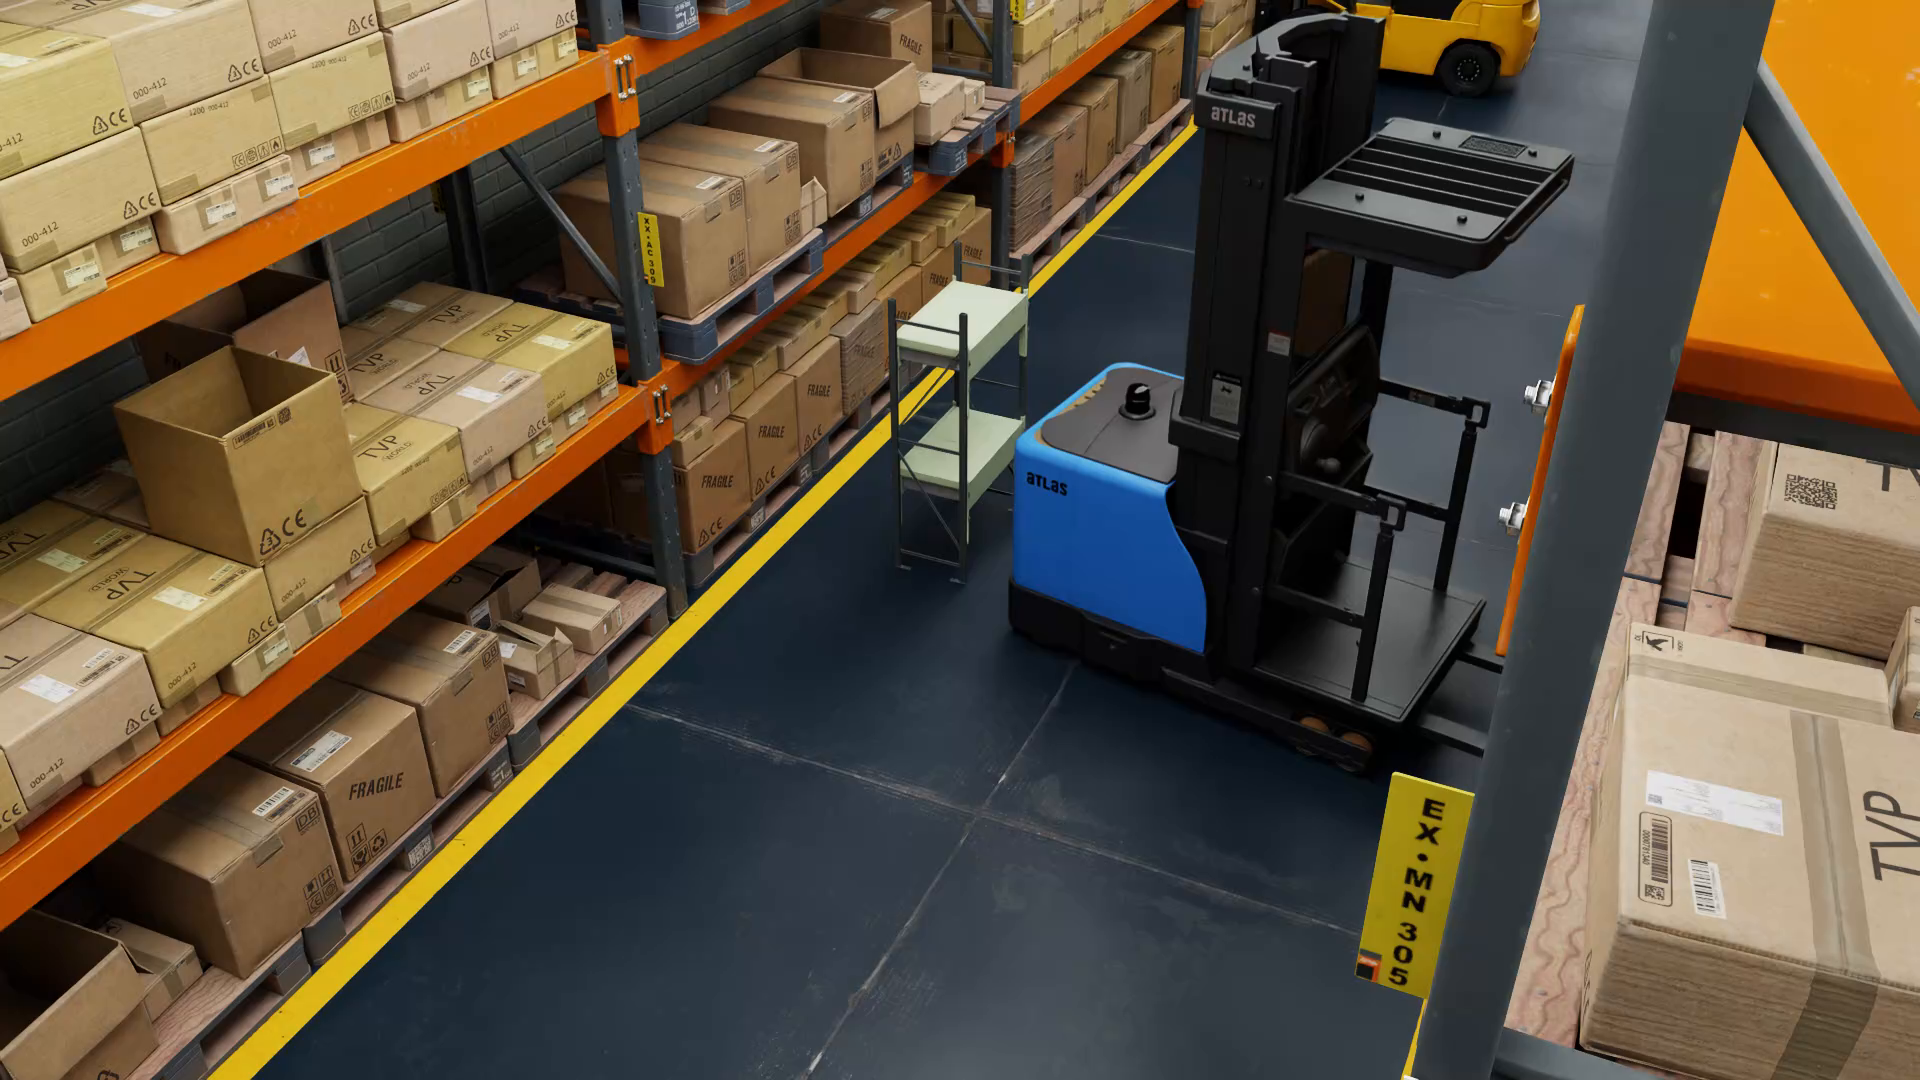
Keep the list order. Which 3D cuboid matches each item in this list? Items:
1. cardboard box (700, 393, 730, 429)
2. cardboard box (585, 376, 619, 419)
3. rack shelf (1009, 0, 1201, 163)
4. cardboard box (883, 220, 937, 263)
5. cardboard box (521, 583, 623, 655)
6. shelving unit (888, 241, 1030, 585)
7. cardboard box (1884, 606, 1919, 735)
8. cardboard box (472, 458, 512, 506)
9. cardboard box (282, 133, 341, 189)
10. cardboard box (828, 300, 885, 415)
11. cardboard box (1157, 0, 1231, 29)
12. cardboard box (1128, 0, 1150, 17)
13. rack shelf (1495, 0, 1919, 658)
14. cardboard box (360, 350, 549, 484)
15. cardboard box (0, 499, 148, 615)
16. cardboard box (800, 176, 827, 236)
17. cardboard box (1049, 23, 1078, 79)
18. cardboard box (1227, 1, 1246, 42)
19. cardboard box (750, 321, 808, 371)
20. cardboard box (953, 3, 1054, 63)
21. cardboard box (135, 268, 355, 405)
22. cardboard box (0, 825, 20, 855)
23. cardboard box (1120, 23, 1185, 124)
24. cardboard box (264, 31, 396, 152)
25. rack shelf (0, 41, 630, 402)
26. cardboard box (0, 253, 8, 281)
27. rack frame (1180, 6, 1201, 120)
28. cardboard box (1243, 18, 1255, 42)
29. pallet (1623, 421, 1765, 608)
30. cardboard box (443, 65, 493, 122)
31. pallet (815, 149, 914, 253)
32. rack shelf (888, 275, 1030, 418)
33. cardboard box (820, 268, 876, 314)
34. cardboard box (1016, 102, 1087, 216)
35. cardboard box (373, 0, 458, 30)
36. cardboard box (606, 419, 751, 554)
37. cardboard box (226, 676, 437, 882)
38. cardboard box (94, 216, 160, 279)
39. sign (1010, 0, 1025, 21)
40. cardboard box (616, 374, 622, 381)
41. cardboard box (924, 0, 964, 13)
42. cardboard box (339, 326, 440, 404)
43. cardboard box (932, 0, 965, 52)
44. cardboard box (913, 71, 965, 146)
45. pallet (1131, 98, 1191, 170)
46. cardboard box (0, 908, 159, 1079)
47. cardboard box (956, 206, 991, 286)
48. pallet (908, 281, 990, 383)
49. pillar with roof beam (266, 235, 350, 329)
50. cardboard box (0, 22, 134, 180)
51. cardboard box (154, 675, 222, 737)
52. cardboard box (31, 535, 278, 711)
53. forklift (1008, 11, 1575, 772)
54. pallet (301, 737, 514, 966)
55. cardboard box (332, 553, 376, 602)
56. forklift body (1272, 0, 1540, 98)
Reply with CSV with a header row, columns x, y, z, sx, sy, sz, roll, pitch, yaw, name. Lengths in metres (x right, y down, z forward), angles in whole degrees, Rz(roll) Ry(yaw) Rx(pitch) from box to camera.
x,y,z,sx,sy,sz,roll,pitch,yaw,name
-1.385,-0.675,8.348,0.380,0.149,0.250,13,35,19,cardboard box
-1.726,-0.678,7.278,0.380,0.149,0.250,15,36,21,cardboard box
0.688,-3.687,12.294,1.077,0.370,4.000,14,36,20,rack shelf
-0.361,-1.825,10.103,0.380,0.149,0.250,13,35,19,cardboard box
-1.788,0.362,7.680,0.380,0.149,0.250,13,35,19,cardboard box
0.003,-0.631,8.344,0.431,1.500,0.755,14,36,20,shelving unit
1.678,0.273,2.617,0.380,0.149,0.250,16,36,22,cardboard box
-2.036,-0.284,6.677,0.380,0.149,0.250,15,36,22,cardboard box
-2.275,-1.275,5.452,0.380,0.149,0.250,15,36,21,cardboard box
-0.766,-1.091,9.575,0.500,0.500,0.500,13,35,19,cardboard box
2.012,-4.597,14.238,0.500,0.250,0.500,14,36,20,cardboard box
1.111,-4.119,12.432,0.500,0.250,0.500,14,36,21,cardboard box
1.851,-0.908,2.948,1.077,0.370,4.000,14,36,20,rack shelf
-2.010,-0.499,6.641,0.500,0.250,0.500,14,36,21,cardboard box
-3.116,0.139,5.669,0.500,0.250,0.500,15,36,22,cardboard box
-0.892,-1.723,8.382,0.396,0.266,0.258,16,36,23,cardboard box
0.474,-3.344,11.250,0.500,0.250,0.500,13,36,19,cardboard box
2.217,-4.640,14.760,0.500,0.250,0.500,14,36,20,cardboard box
-1.047,-1.061,8.937,0.380,0.149,0.250,14,36,20,cardboard box
0.282,-3.298,10.724,0.500,0.250,0.500,14,36,20,cardboard box
-2.687,-0.694,6.255,0.500,0.500,0.500,13,35,19,cardboard box
-3.044,0.859,4.933,0.380,0.149,0.250,15,36,22,cardboard box
1.317,-3.904,13.751,0.875,0.625,0.625,16,36,23,cardboard box
-2.229,-1.504,5.439,0.500,0.250,0.500,15,36,21,cardboard box
-2.659,-0.957,5.395,1.077,0.370,4.000,14,36,20,rack shelf
-2.868,-0.740,4.273,0.500,0.250,0.500,15,36,21,cardboard box
1.525,-4.984,13.616,1.000,3.000,0.127,14,36,20,rack frame
2.427,-4.691,15.293,0.500,0.250,0.500,15,36,21,cardboard box
1.824,-0.070,3.466,1.003,0.211,1.213,14,36,20,pallet
-1.930,-1.649,6.023,0.380,0.149,0.250,15,36,22,cardboard box
-0.958,-1.942,9.151,1.003,0.211,1.213,14,36,20,pallet
0.003,-0.957,8.130,0.431,0.370,0.720,14,36,20,rack shelf
-0.705,-1.436,9.509,0.380,0.149,0.250,12,35,18,cardboard box
0.391,-2.809,12.082,0.875,0.625,0.625,15,36,22,cardboard box
-2.019,-1.964,5.683,0.500,0.250,0.500,14,36,20,cardboard box
-1.415,-0.319,8.398,0.500,0.500,0.500,16,36,23,cardboard box
-2.449,0.922,6.505,0.500,0.500,0.500,15,36,21,cardboard box
-2.594,-0.893,4.870,0.380,0.149,0.250,14,36,20,cardboard box
0.348,-3.323,10.099,0.100,0.325,0.005,14,36,20,sign
-1.825,-0.783,8.514,0.380,0.149,0.250,14,36,21,cardboard box
-0.196,-3.514,10.690,0.380,0.149,0.250,15,36,22,cardboard box
-2.478,-0.625,6.834,0.500,0.250,0.500,14,36,20,cardboard box
-0.213,-3.426,10.920,0.500,0.250,0.500,15,36,22,cardboard box
-0.296,-2.505,9.589,0.500,0.250,0.500,12,35,18,cardboard box
1.252,-3.442,13.807,1.003,0.211,1.213,14,36,20,pallet
-3.154,1.578,5.502,0.797,0.503,0.637,13,35,19,cardboard box
-0.130,-1.862,10.751,0.500,0.500,0.500,15,36,22,cardboard box
-0.495,-1.463,10.788,1.003,0.211,1.213,14,36,20,pallet
0.978,-2.381,4.175,9.100,9.000,0.400,14,36,20,pillar with roof beam
-2.654,-1.198,4.516,0.500,0.250,0.500,14,36,20,cardboard box
-2.699,0.475,5.519,0.380,0.149,0.250,15,36,21,cardboard box
-2.641,0.262,5.480,0.500,0.250,0.500,13,36,20,cardboard box
1.744,-0.554,6.922,3.031,2.935,1.130,20,38,28,forklift
-2.619,1.118,6.853,1.003,0.211,1.213,14,36,20,pallet
-2.388,0.086,6.112,0.380,0.149,0.250,14,36,20,cardboard box
4.062,-5.258,14.808,2.313,2.155,1.214,14,36,20,forklift body
